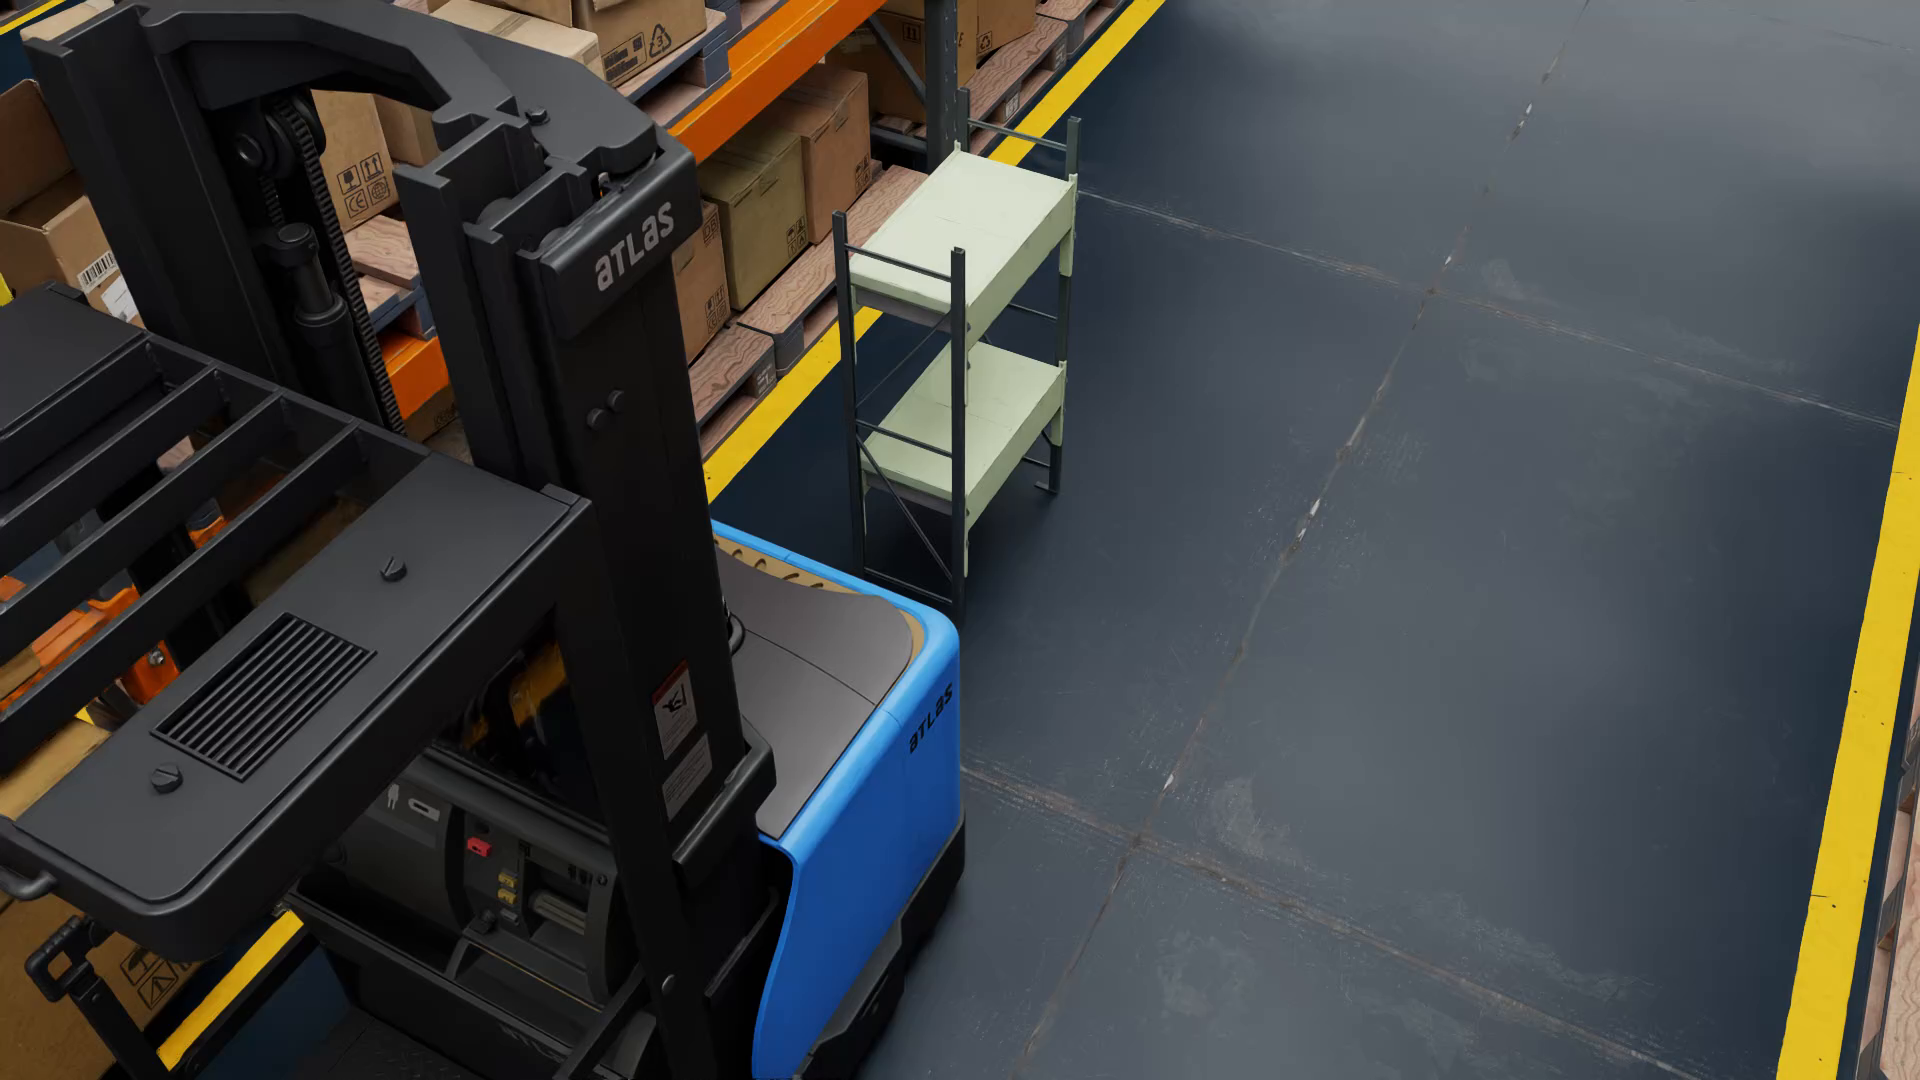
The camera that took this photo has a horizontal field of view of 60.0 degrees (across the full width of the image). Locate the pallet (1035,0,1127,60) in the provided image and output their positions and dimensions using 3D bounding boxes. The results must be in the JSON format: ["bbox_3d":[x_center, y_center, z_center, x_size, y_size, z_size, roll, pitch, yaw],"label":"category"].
[{"bbox_3d":[0.366,-2.933,8.500,1.003,0.211,1.213,20,49,19],"label":"pallet"}]

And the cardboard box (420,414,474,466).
[{"bbox_3d":[-1.797,-0.245,5.331,0.700,0.500,0.500,17,48,16],"label":"cardboard box"}]

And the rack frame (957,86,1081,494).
[{"bbox_3d":[0.173,-0.762,5.449,0.400,1.500,0.023,20,49,19],"label":"rack frame"}]

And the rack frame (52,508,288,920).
[{"bbox_3d":[-2.336,-0.187,3.826,1.000,3.000,0.127,20,49,19],"label":"rack frame"}]

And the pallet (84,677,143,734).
[{"bbox_3d":[-1.972,0.302,5.303,1.003,0.211,1.213,20,49,19],"label":"pallet"}]

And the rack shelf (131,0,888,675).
[{"bbox_3d":[-1.408,-1.194,5.327,1.077,0.370,4.000,20,49,19],"label":"rack shelf"}]

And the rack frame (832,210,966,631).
[{"bbox_3d":[-0.167,-0.301,4.993,0.400,1.500,0.023,20,49,19],"label":"rack frame"}]

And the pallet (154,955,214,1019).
[{"bbox_3d":[-2.769,1.265,4.351,1.003,0.211,1.213,20,49,19],"label":"pallet"}]

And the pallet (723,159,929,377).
[{"bbox_3d":[-0.839,-1.236,6.823,1.003,0.211,1.213,20,49,19],"label":"pallet"}]

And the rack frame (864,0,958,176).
[{"bbox_3d":[-0.479,-2.707,6.316,1.000,3.000,0.127,20,49,19],"label":"rack frame"}]

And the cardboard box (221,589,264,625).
[{"bbox_3d":[-2.043,0.109,4.982,0.700,0.500,0.500,18,48,17],"label":"cardboard box"}]

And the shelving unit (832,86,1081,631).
[{"bbox_3d":[0.003,-0.531,5.221,0.431,1.500,0.755,20,49,19],"label":"shelving unit"}]

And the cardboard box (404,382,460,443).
[{"bbox_3d":[-1.814,-0.496,5.052,0.500,0.250,0.500,26,51,23],"label":"cardboard box"}]

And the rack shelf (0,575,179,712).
[{"bbox_3d":[-3.265,1.326,2.836,1.077,0.370,4.000,20,49,19],"label":"rack shelf"}]

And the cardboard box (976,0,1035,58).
[{"bbox_3d":[0.001,-2.578,7.651,0.500,0.500,0.500,-34,55,-29],"label":"cardboard box"}]

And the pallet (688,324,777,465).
[{"bbox_3d":[-1.405,-0.464,6.060,1.003,0.211,1.213,20,49,19],"label":"pallet"}]

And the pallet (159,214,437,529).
[{"bbox_3d":[-2.100,-0.603,4.372,1.213,0.211,1.003,20,49,19],"label":"pallet"}]

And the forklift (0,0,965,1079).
[{"bbox_3d":[-1.131,0.675,3.022,1.130,2.935,3.031,21,49,20],"label":"forklift"}]

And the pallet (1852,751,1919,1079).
[{"bbox_3d":[3.012,1.188,4.428,1.003,0.211,1.213,20,49,19],"label":"pallet"}]

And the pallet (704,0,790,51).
[{"bbox_3d":[-0.963,-2.206,5.956,1.003,0.211,1.213,20,49,19],"label":"pallet"}]

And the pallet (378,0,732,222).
[{"bbox_3d":[-1.453,-1.380,5.140,1.003,0.211,1.213,20,49,19],"label":"pallet"}]

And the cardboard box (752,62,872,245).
[{"bbox_3d":[-0.783,-1.603,6.673,0.700,0.500,0.500,17,48,16],"label":"cardboard box"}]

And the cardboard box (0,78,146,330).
[{"bbox_3d":[-2.121,-0.723,3.990,0.500,0.500,0.500,15,47,14],"label":"cardboard box"}]

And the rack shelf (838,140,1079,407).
[{"bbox_3d":[0.003,-0.806,4.943,0.431,0.370,0.720,20,49,19],"label":"rack shelf"}]

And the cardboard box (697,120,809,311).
[{"bbox_3d":[-1.021,-1.309,6.383,0.700,0.500,0.500,20,49,19],"label":"cardboard box"}]

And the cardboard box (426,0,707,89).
[{"bbox_3d":[-1.202,-1.768,5.021,0.797,0.503,0.637,25,51,23],"label":"cardboard box"}]

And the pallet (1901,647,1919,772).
[{"bbox_3d":[3.577,0.416,5.190,1.003,0.211,1.213,20,49,19],"label":"pallet"}]

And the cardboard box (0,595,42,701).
[{"bbox_3d":[-2.346,0.171,3.402,0.500,0.500,0.500,22,49,20],"label":"cardboard box"}]

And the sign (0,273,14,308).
[{"bbox_3d":[-1.843,-0.413,3.235,0.100,0.325,0.005,20,49,19],"label":"sign"}]

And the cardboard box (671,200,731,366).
[{"bbox_3d":[-1.281,-0.956,6.034,0.700,0.500,0.500,17,48,16],"label":"cardboard box"}]

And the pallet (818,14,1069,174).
[{"bbox_3d":[-0.199,-2.161,7.738,1.003,0.211,1.213,20,49,19],"label":"pallet"}]

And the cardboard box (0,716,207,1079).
[{"bbox_3d":[-2.675,0.840,4.009,1.225,0.875,0.875,18,48,17],"label":"cardboard box"}]

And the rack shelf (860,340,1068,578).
[{"bbox_3d":[0.003,-0.302,5.453,0.431,0.370,0.720,20,49,19],"label":"rack shelf"}]

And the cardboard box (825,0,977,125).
[{"bbox_3d":[-0.258,-2.214,7.292,0.500,0.500,0.500,19,48,18],"label":"cardboard box"}]

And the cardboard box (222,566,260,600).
[{"bbox_3d":[-2.052,-0.158,4.718,0.500,0.250,0.500,22,49,21],"label":"cardboard box"}]

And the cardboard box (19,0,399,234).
[{"bbox_3d":[-1.950,-1.108,4.370,0.700,0.500,0.500,28,51,25],"label":"cardboard box"}]

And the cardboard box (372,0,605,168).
[{"bbox_3d":[-1.354,-1.262,4.698,0.500,0.250,0.500,19,48,18],"label":"cardboard box"}]
